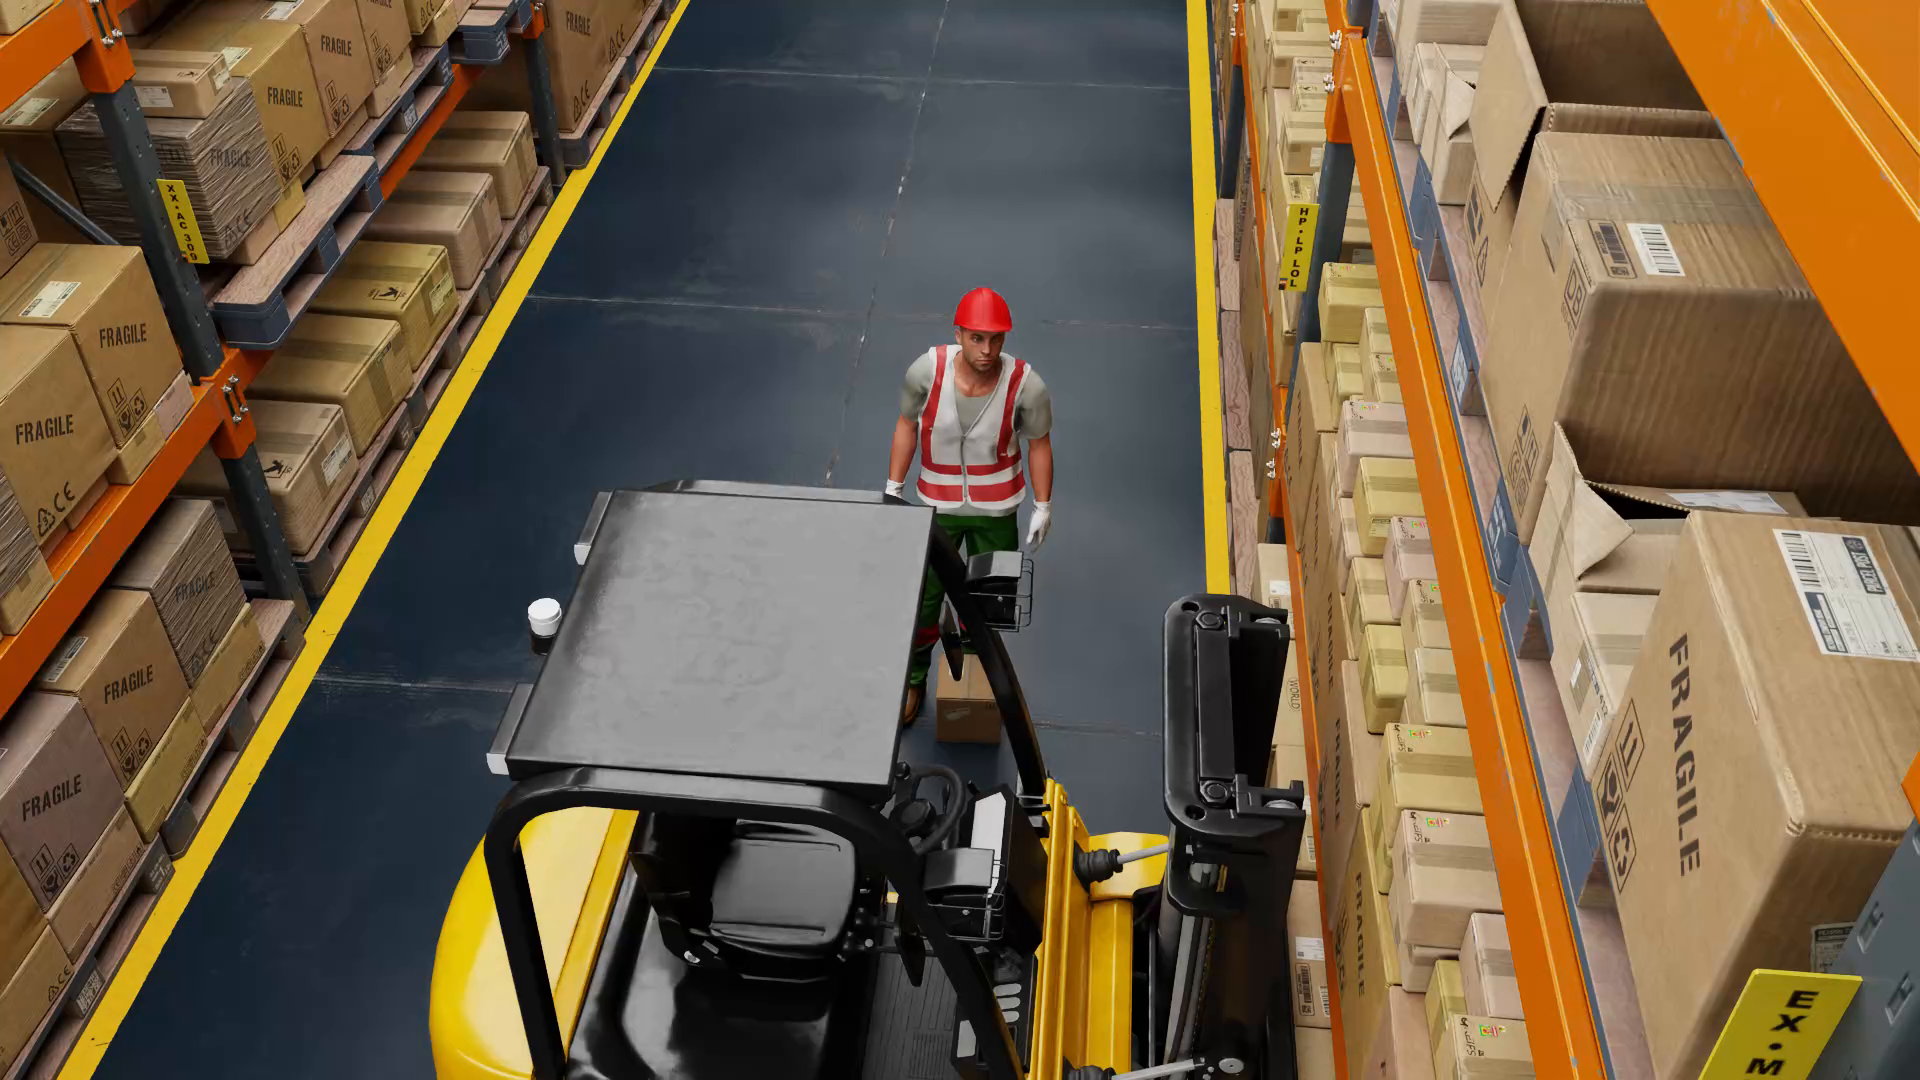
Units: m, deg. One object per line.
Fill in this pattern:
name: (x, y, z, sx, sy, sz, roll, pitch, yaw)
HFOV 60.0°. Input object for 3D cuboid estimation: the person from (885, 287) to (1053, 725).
person: (0.021, -0.094, 6.235, 0.637, 1.787, 0.565, 3, 40, 4)
